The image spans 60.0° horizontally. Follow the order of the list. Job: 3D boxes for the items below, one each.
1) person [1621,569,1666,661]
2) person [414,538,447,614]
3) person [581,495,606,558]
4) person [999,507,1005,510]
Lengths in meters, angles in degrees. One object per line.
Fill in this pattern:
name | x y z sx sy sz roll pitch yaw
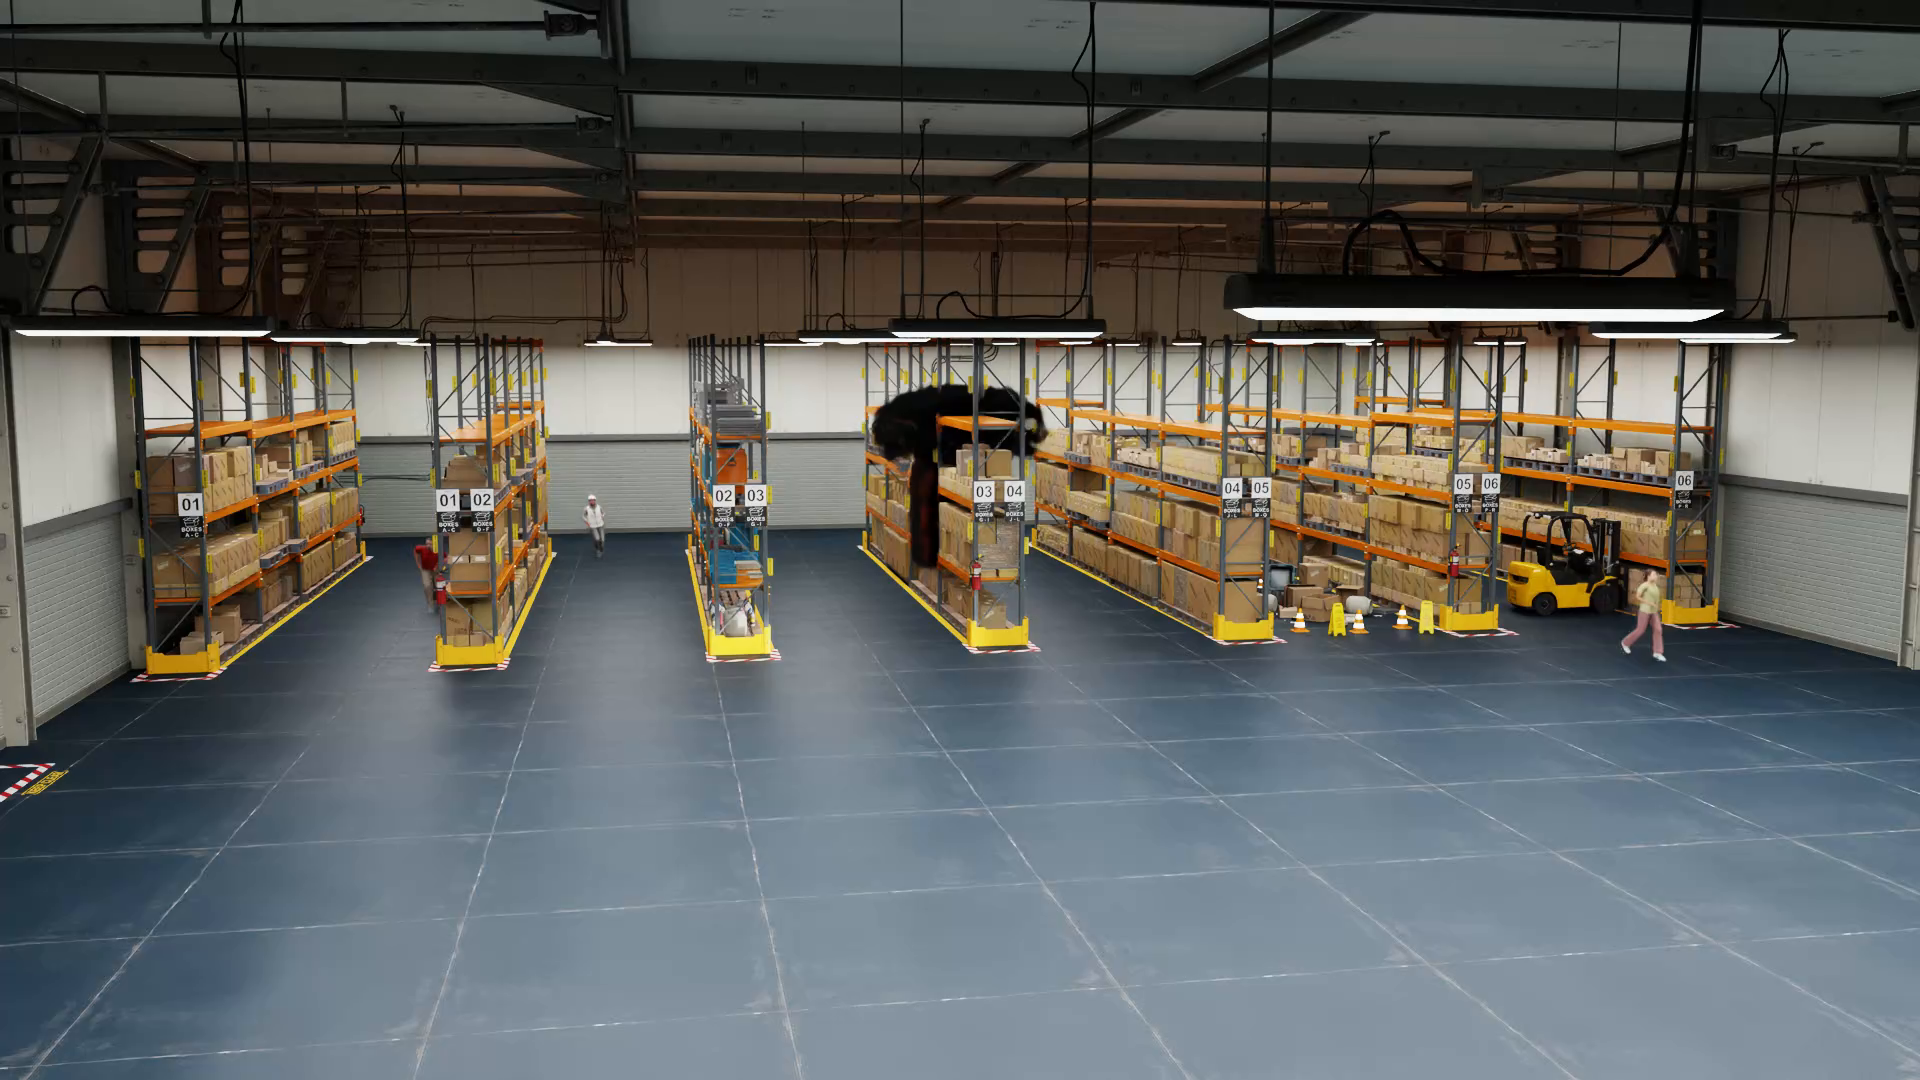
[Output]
person | 12.770 1.357 30.833 0.616 1.665 0.975 -3 7 -28
person | -11.613 0.752 36.571 0.705 1.693 1.008 -1 7 -10
person | -10.028 -0.361 45.696 0.663 1.757 0.671 -4 7 -29
person | 1.296 -0.378 46.312 0.580 1.658 1.044 0 7 2
